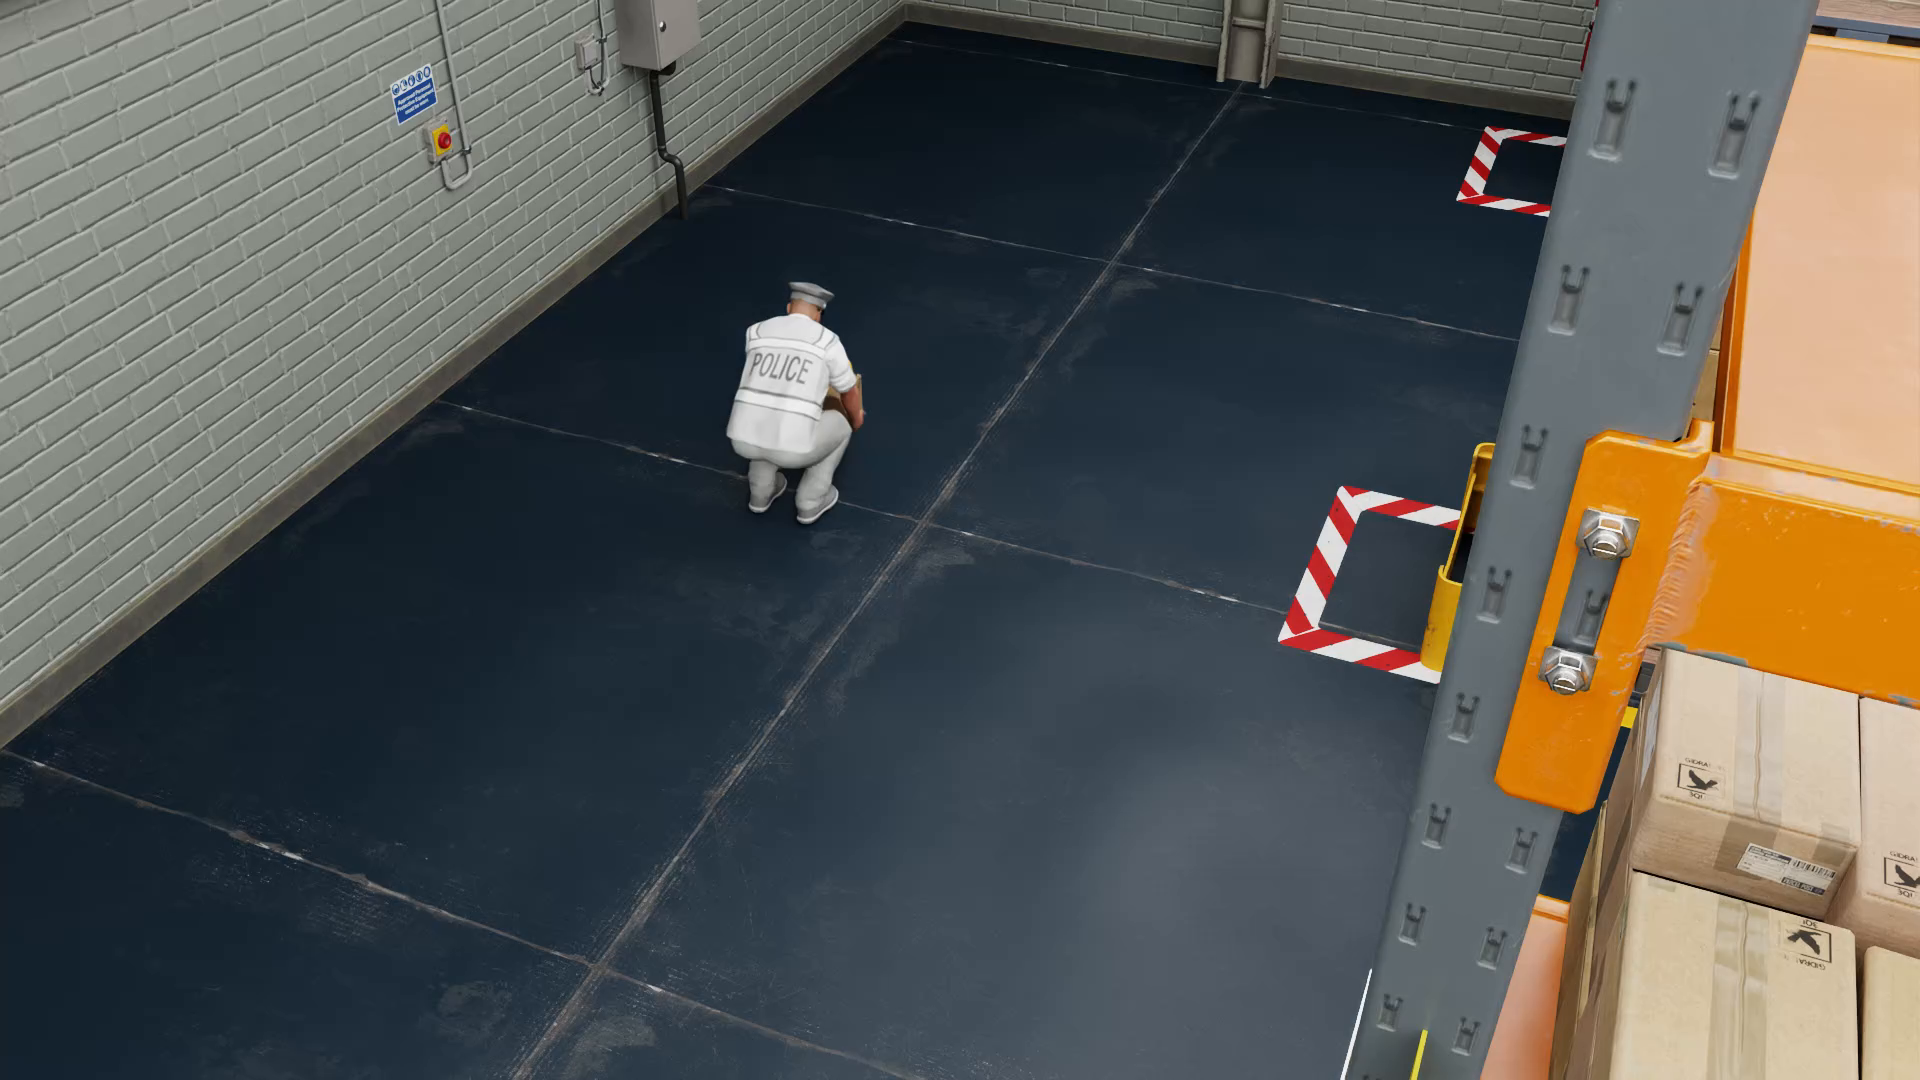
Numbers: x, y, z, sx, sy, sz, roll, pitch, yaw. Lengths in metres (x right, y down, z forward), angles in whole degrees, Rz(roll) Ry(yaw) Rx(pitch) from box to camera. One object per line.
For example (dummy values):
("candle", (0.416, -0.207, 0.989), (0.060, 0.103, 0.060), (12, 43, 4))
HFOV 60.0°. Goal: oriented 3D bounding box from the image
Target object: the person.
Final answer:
("person", (-0.841, -0.679, 8.291), (0.570, 1.051, 0.916), (14, 39, 18))
